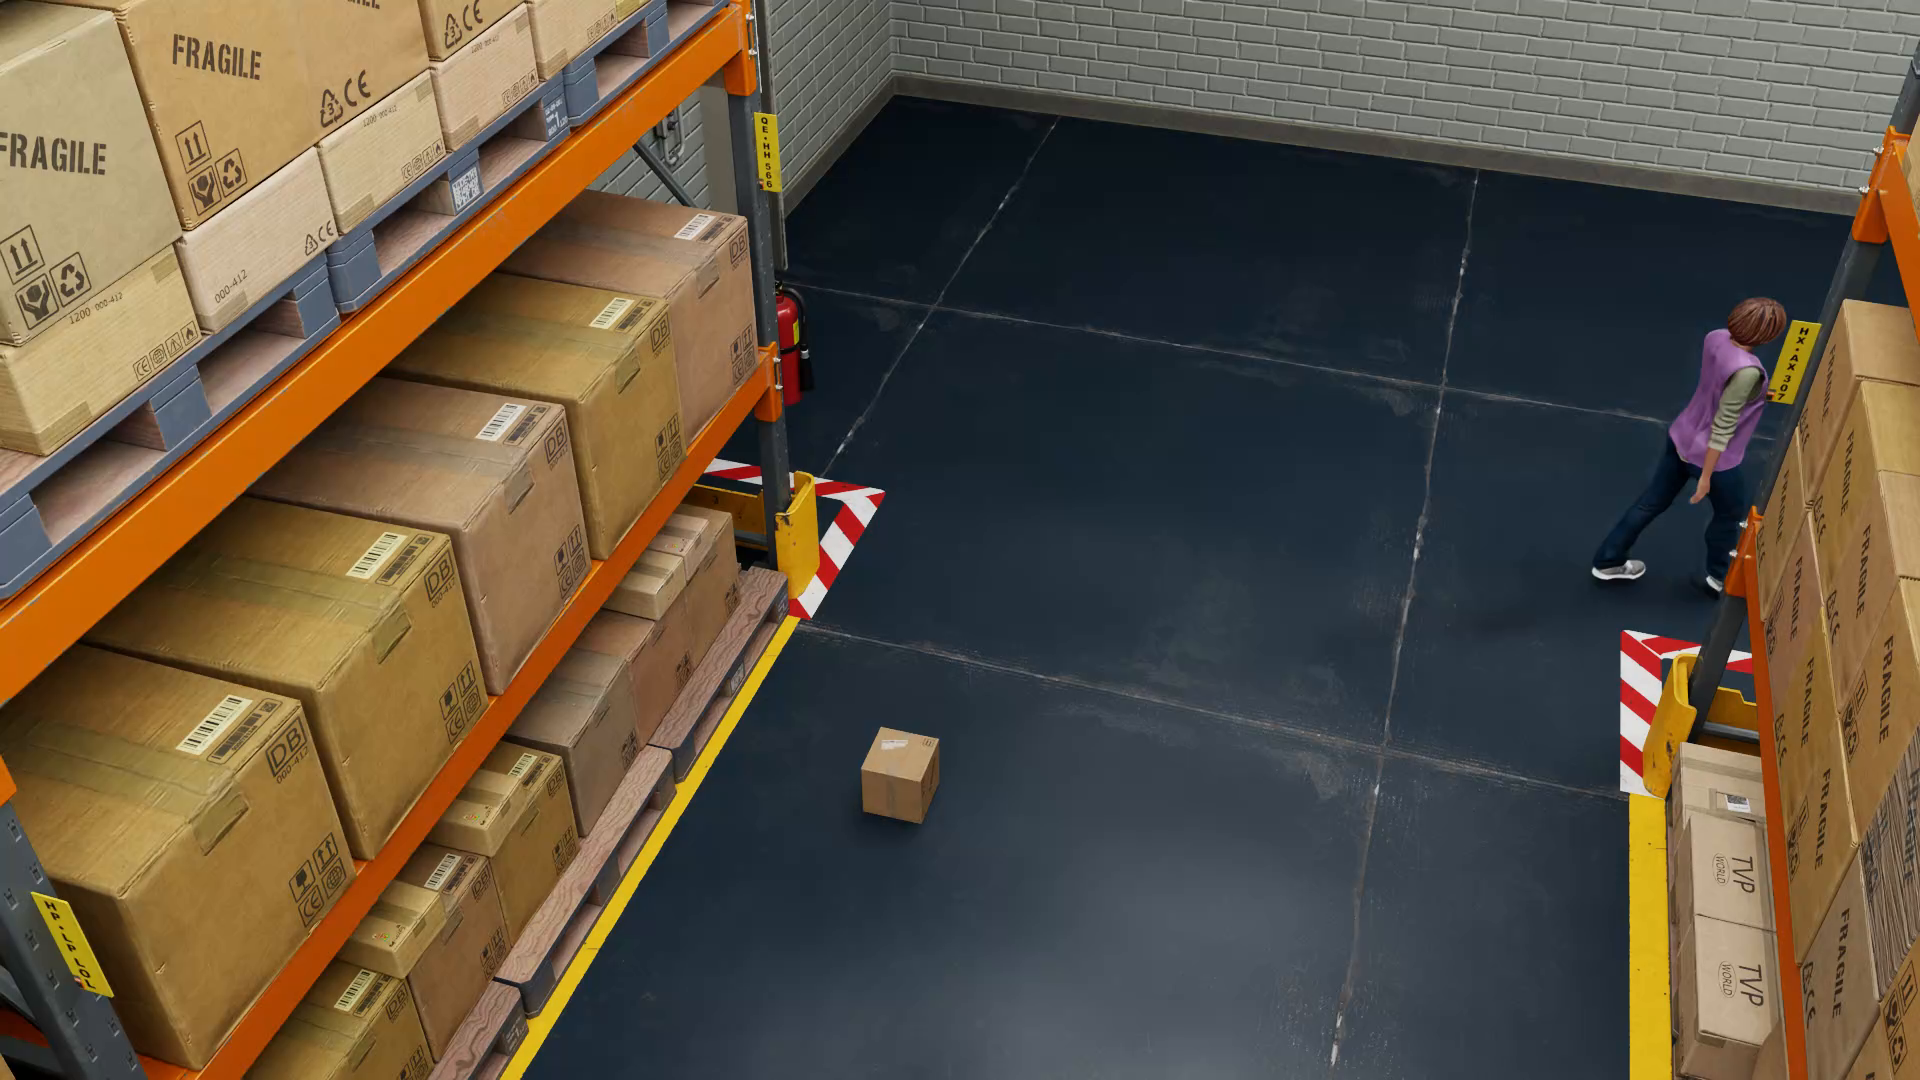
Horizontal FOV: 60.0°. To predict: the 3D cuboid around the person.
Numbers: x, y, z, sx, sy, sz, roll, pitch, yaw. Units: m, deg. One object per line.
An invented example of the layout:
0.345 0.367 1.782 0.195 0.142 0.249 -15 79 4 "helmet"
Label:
3.386 -0.395 7.417 0.764 1.602 0.471 -2 38 -3 "person"
